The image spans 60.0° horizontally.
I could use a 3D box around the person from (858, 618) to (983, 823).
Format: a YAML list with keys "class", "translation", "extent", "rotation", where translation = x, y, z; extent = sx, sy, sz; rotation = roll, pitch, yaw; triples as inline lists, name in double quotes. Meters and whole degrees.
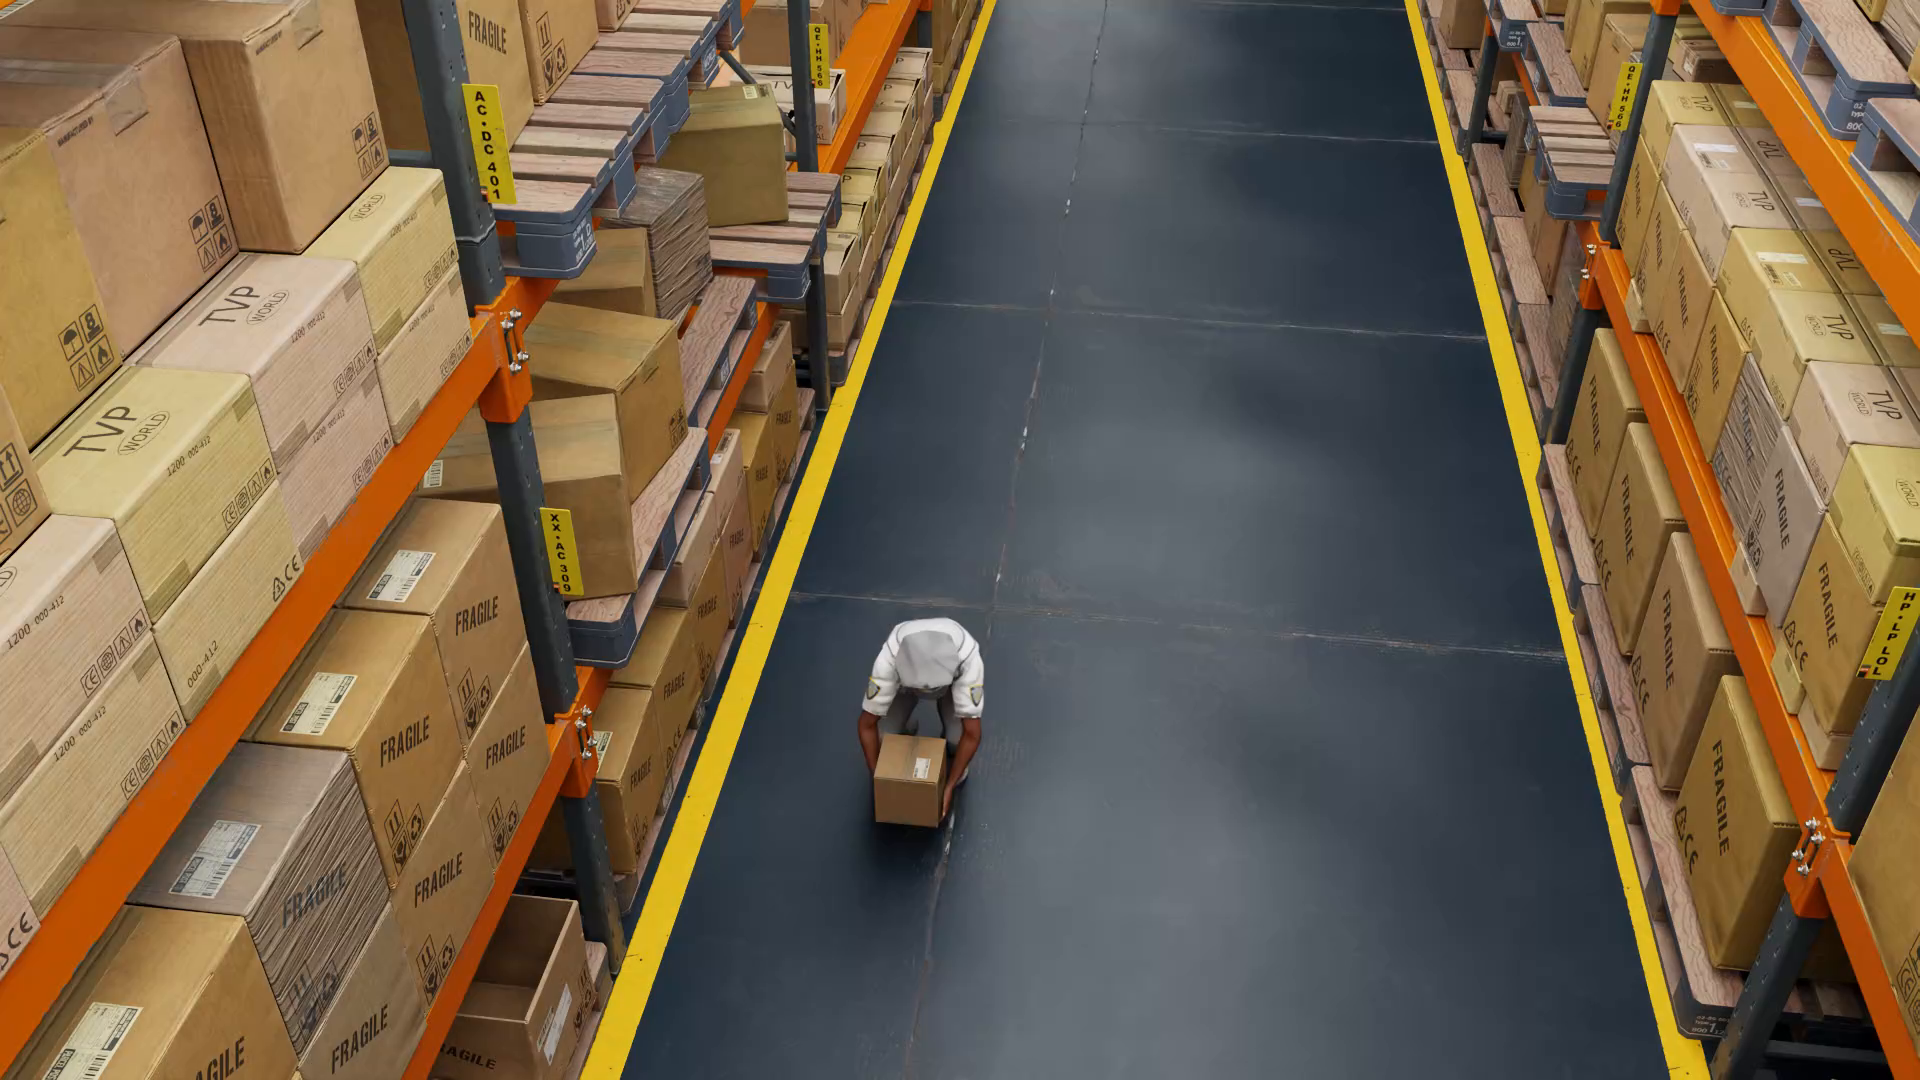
- class: "person"
  translation: [-0.139, 0.636, 6.788]
  extent: [0.501, 0.948, 0.849]
  rotation: [5, 37, 6]
